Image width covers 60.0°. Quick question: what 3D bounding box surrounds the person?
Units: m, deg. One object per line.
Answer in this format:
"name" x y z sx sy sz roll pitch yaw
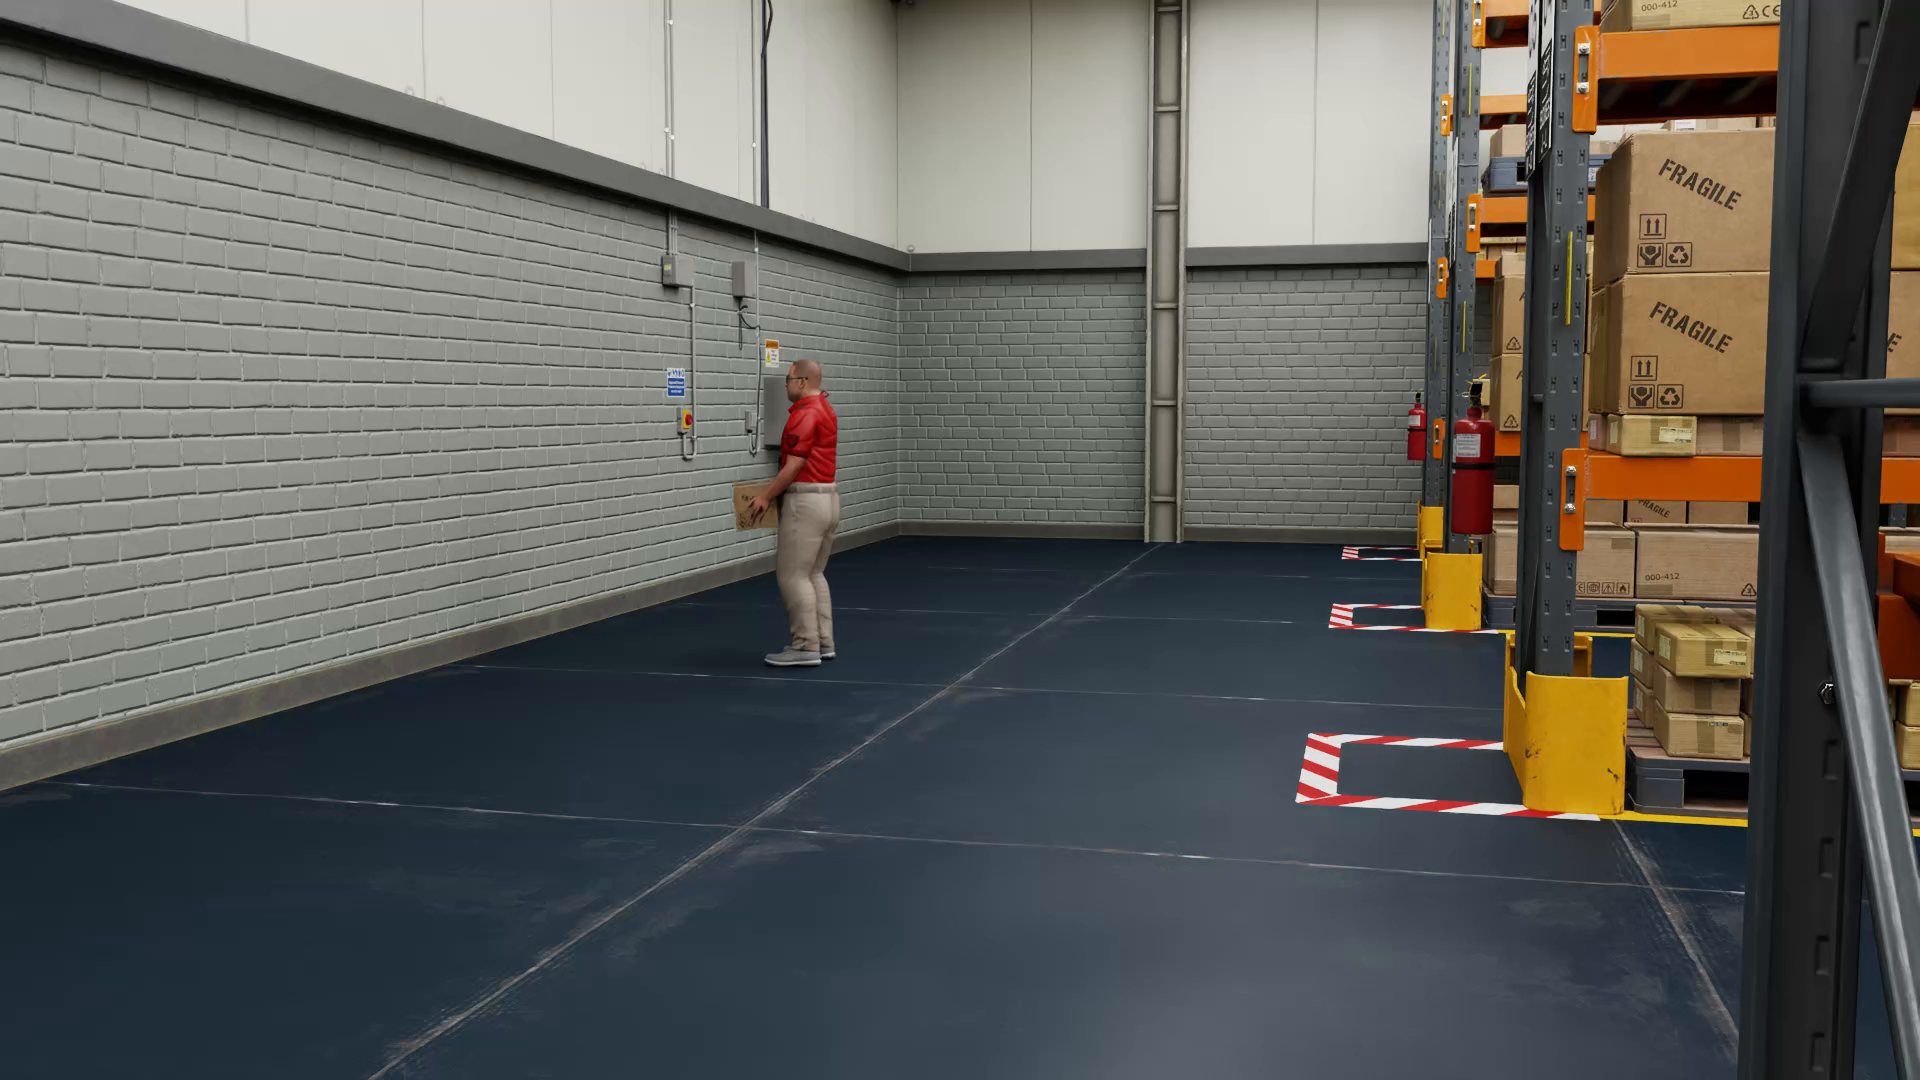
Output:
"person" -0.900 -0.158 9.481 0.390 1.727 0.586 1 5 13
